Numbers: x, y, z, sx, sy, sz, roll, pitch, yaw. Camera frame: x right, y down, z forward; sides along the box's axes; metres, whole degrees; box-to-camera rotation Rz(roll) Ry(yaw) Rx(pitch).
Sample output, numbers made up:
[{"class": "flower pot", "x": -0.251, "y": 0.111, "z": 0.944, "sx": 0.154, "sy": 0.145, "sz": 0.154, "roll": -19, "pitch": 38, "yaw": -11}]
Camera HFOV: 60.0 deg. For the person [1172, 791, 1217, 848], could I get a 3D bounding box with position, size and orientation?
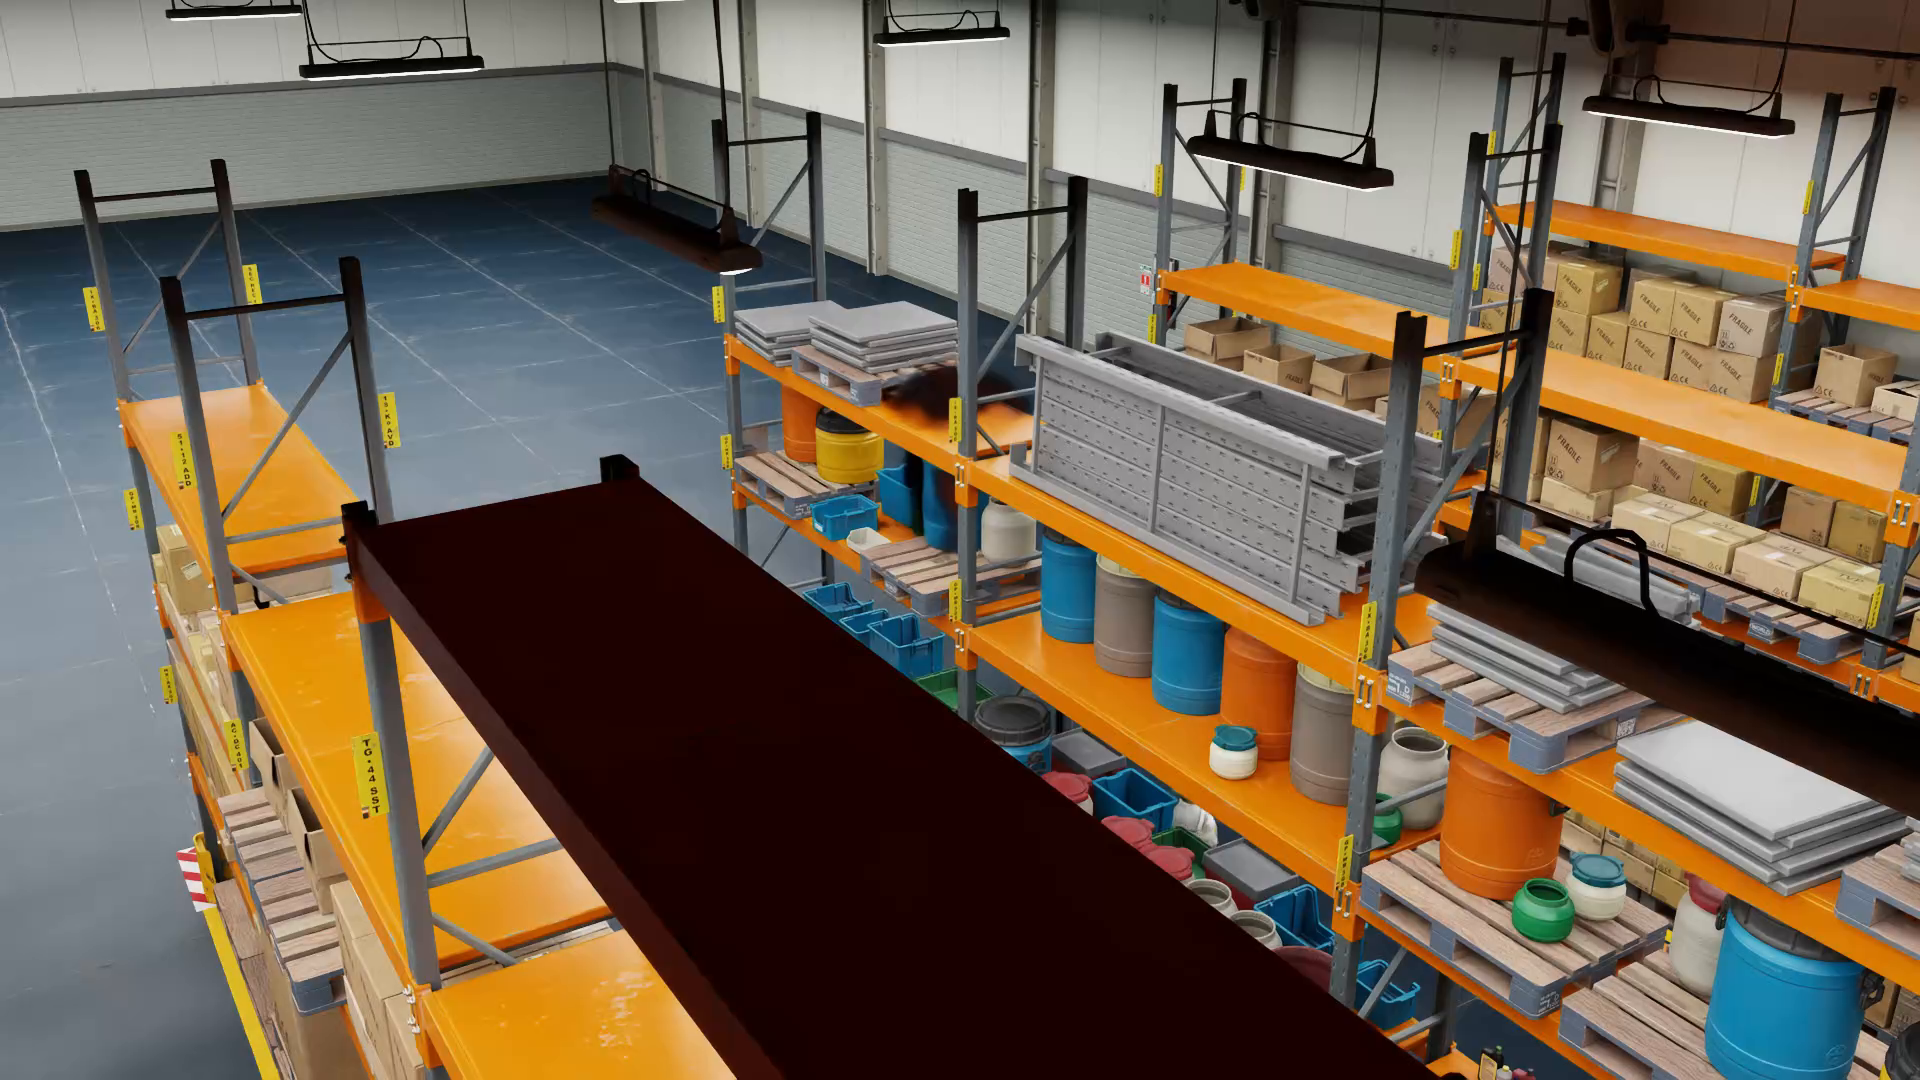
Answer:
[{"class": "person", "x": 1.702, "y": 2.504, "z": 12.625, "sx": 0.541, "sy": 1.686, "sz": 0.385, "roll": 9, "pitch": 24, "yaw": 22}]
